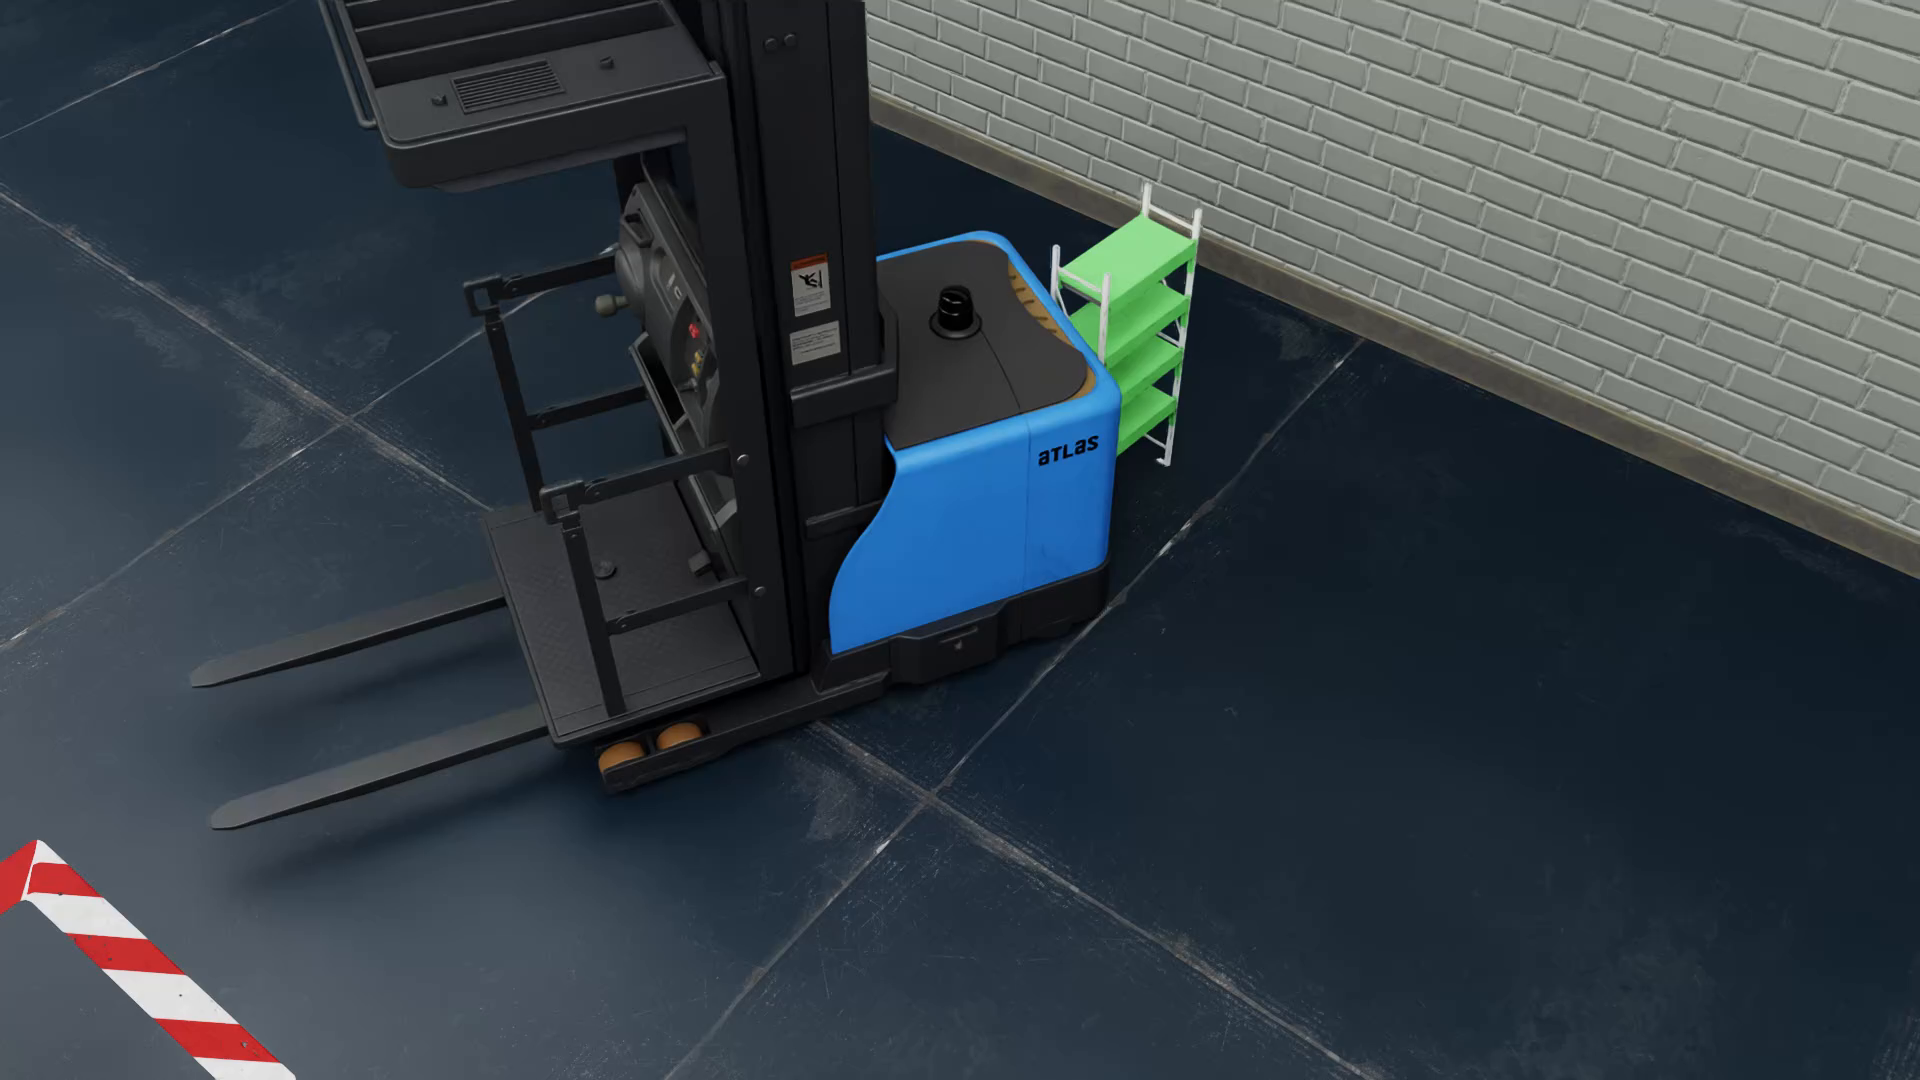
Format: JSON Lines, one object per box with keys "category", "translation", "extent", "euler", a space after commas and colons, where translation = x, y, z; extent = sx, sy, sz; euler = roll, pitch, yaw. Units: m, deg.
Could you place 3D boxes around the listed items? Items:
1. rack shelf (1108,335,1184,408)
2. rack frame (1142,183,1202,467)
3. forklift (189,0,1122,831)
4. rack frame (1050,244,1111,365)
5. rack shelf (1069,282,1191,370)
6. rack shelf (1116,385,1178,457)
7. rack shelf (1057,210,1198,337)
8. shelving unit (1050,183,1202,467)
{"category": "rack shelf", "translation": [0.567, -0.591, 6.073], "extent": [0.258, 0.148, 0.480], "euler": [34, 55, 28]}
{"category": "rack frame", "translation": [0.733, -0.764, 6.150], "extent": [0.240, 1.200, 0.015], "euler": [34, 55, 28]}
{"category": "forklift", "translation": [-1.037, -0.629, 4.824], "extent": [3.031, 2.935, 1.130], "euler": [-17, 49, -16]}
{"category": "rack frame", "translation": [0.401, -0.506, 5.903], "extent": [0.240, 1.200, 0.015], "euler": [34, 55, 28]}
{"category": "rack shelf", "translation": [0.567, -0.757, 5.899], "extent": [0.258, 0.148, 0.480], "euler": [34, 55, 28]}
{"category": "rack shelf", "translation": [0.567, -0.425, 6.247], "extent": [0.258, 0.148, 0.480], "euler": [34, 55, 28]}
{"category": "rack shelf", "translation": [0.567, -0.922, 5.726], "extent": [0.258, 0.148, 0.480], "euler": [34, 55, 28]}
{"category": "shelving unit", "translation": [0.567, -0.635, 6.027], "extent": [0.258, 1.200, 0.503], "euler": [34, 55, 28]}
